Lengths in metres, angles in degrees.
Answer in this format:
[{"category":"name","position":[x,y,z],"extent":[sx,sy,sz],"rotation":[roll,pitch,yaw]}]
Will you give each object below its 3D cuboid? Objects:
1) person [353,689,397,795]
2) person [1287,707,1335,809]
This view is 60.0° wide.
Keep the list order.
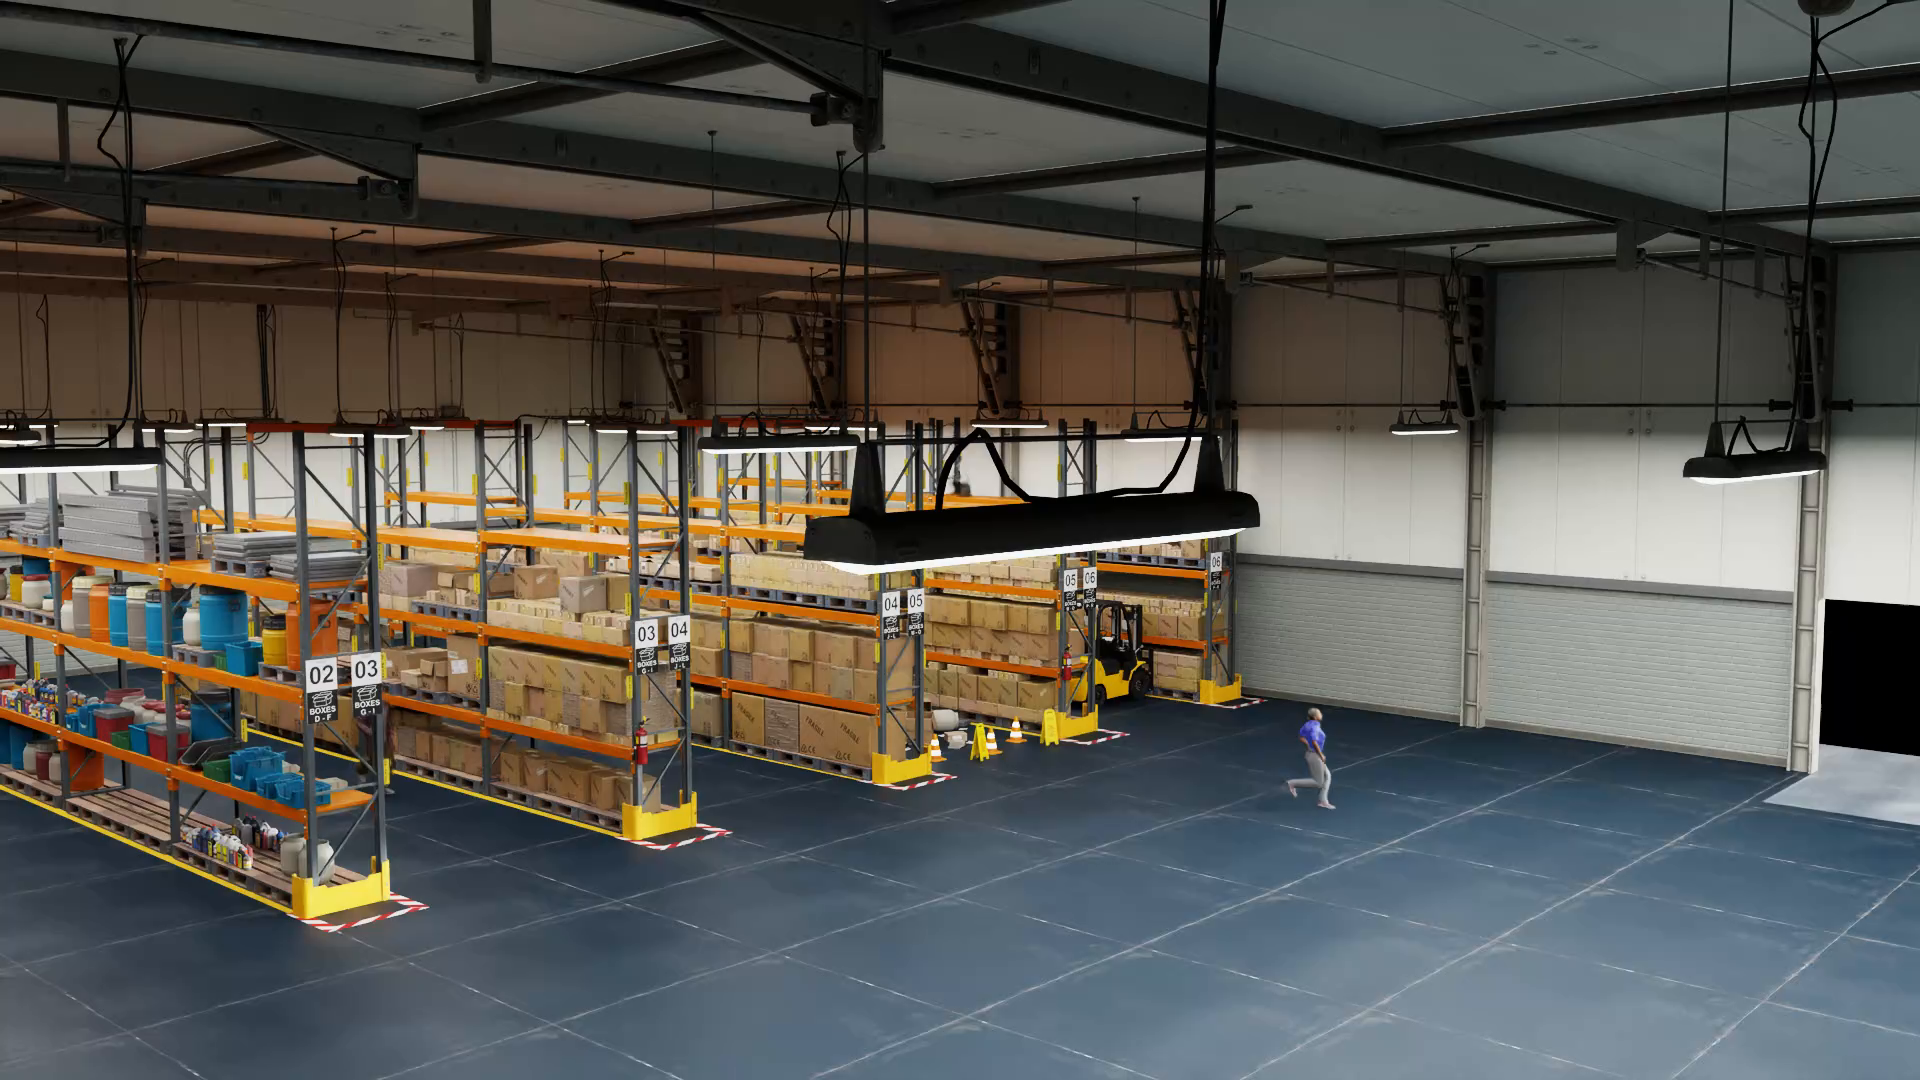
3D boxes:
[{"category":"person","position":[-9.527,3.253,27.095],"extent":[0.846,1.743,0.702],"rotation":[3,6,35]},{"category":"person","position":[5.498,3.423,26.032],"extent":[0.803,1.619,0.572],"rotation":[0,5,-2]}]
